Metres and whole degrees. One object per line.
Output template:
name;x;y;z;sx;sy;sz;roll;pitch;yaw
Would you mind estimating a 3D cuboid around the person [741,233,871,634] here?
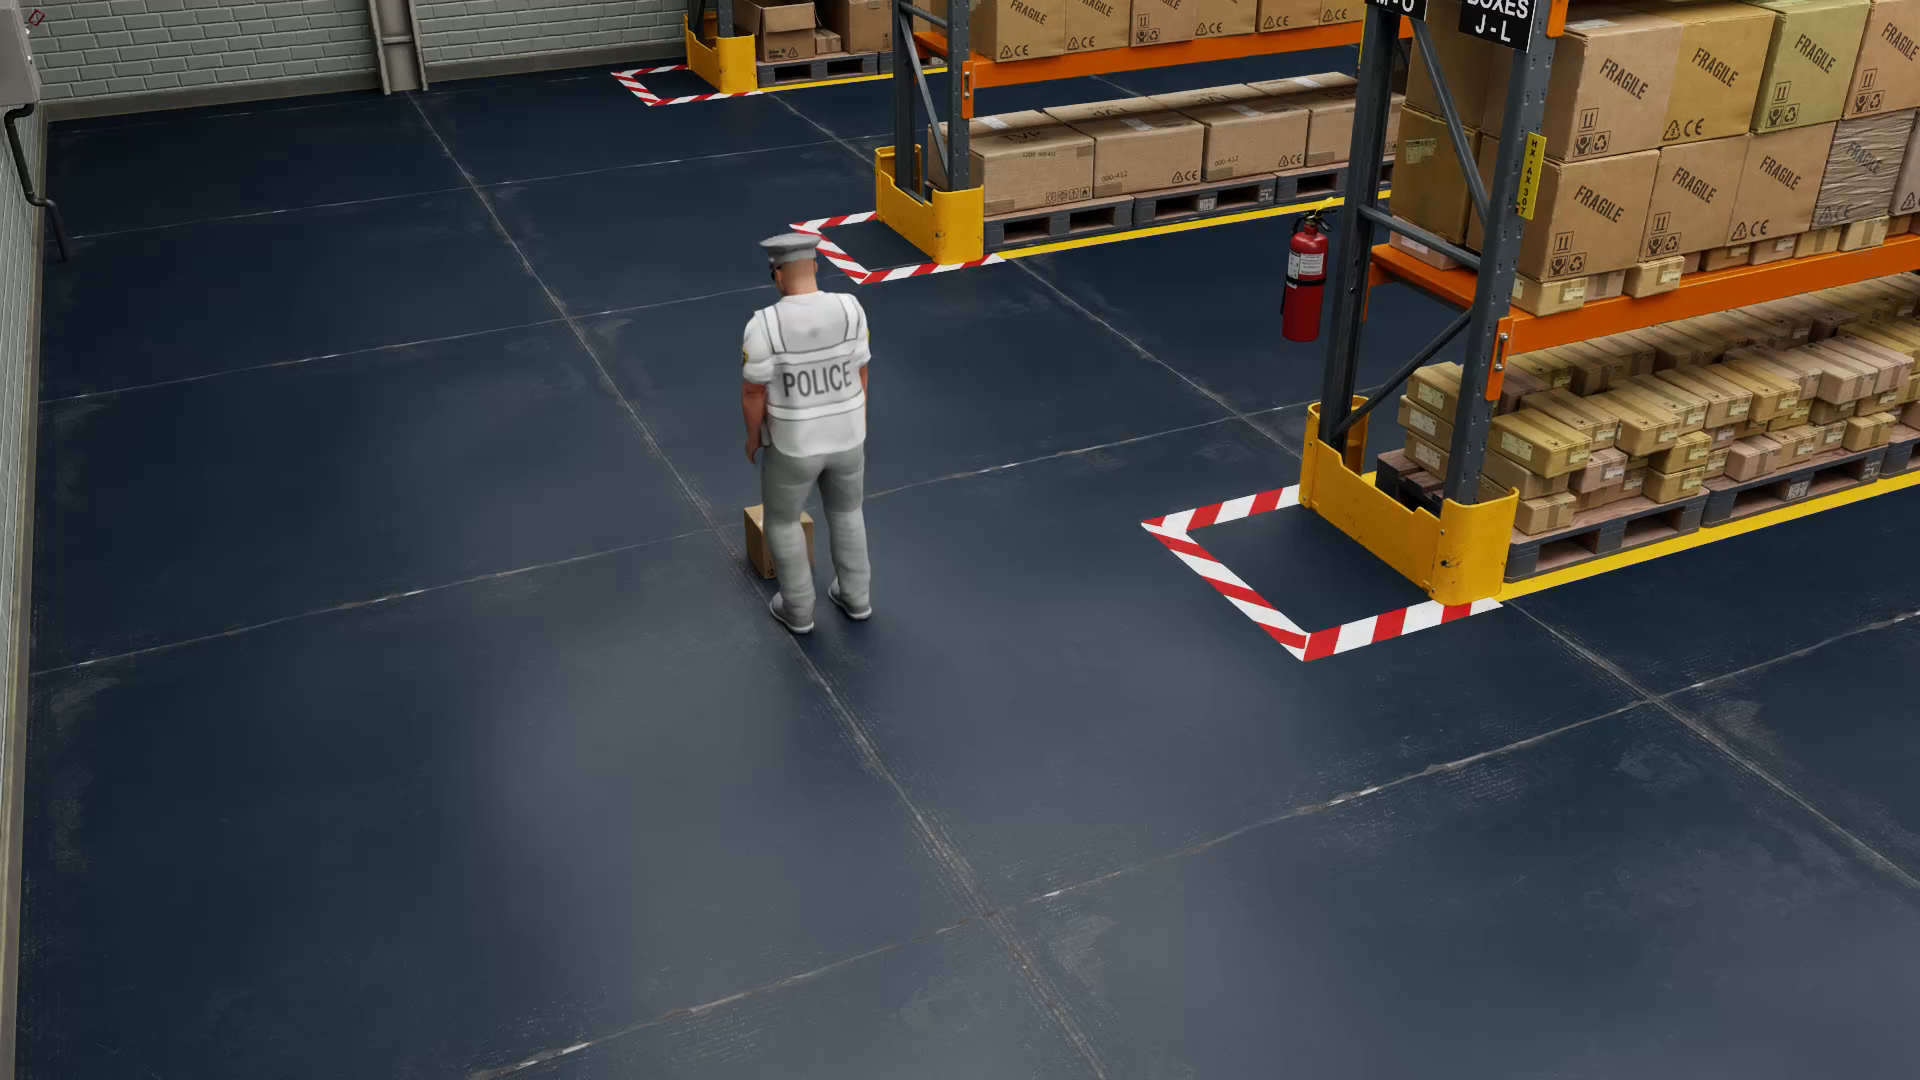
person;-0.631;-0.417;6.898;0.540;1.729;0.407;-12;32;-21
